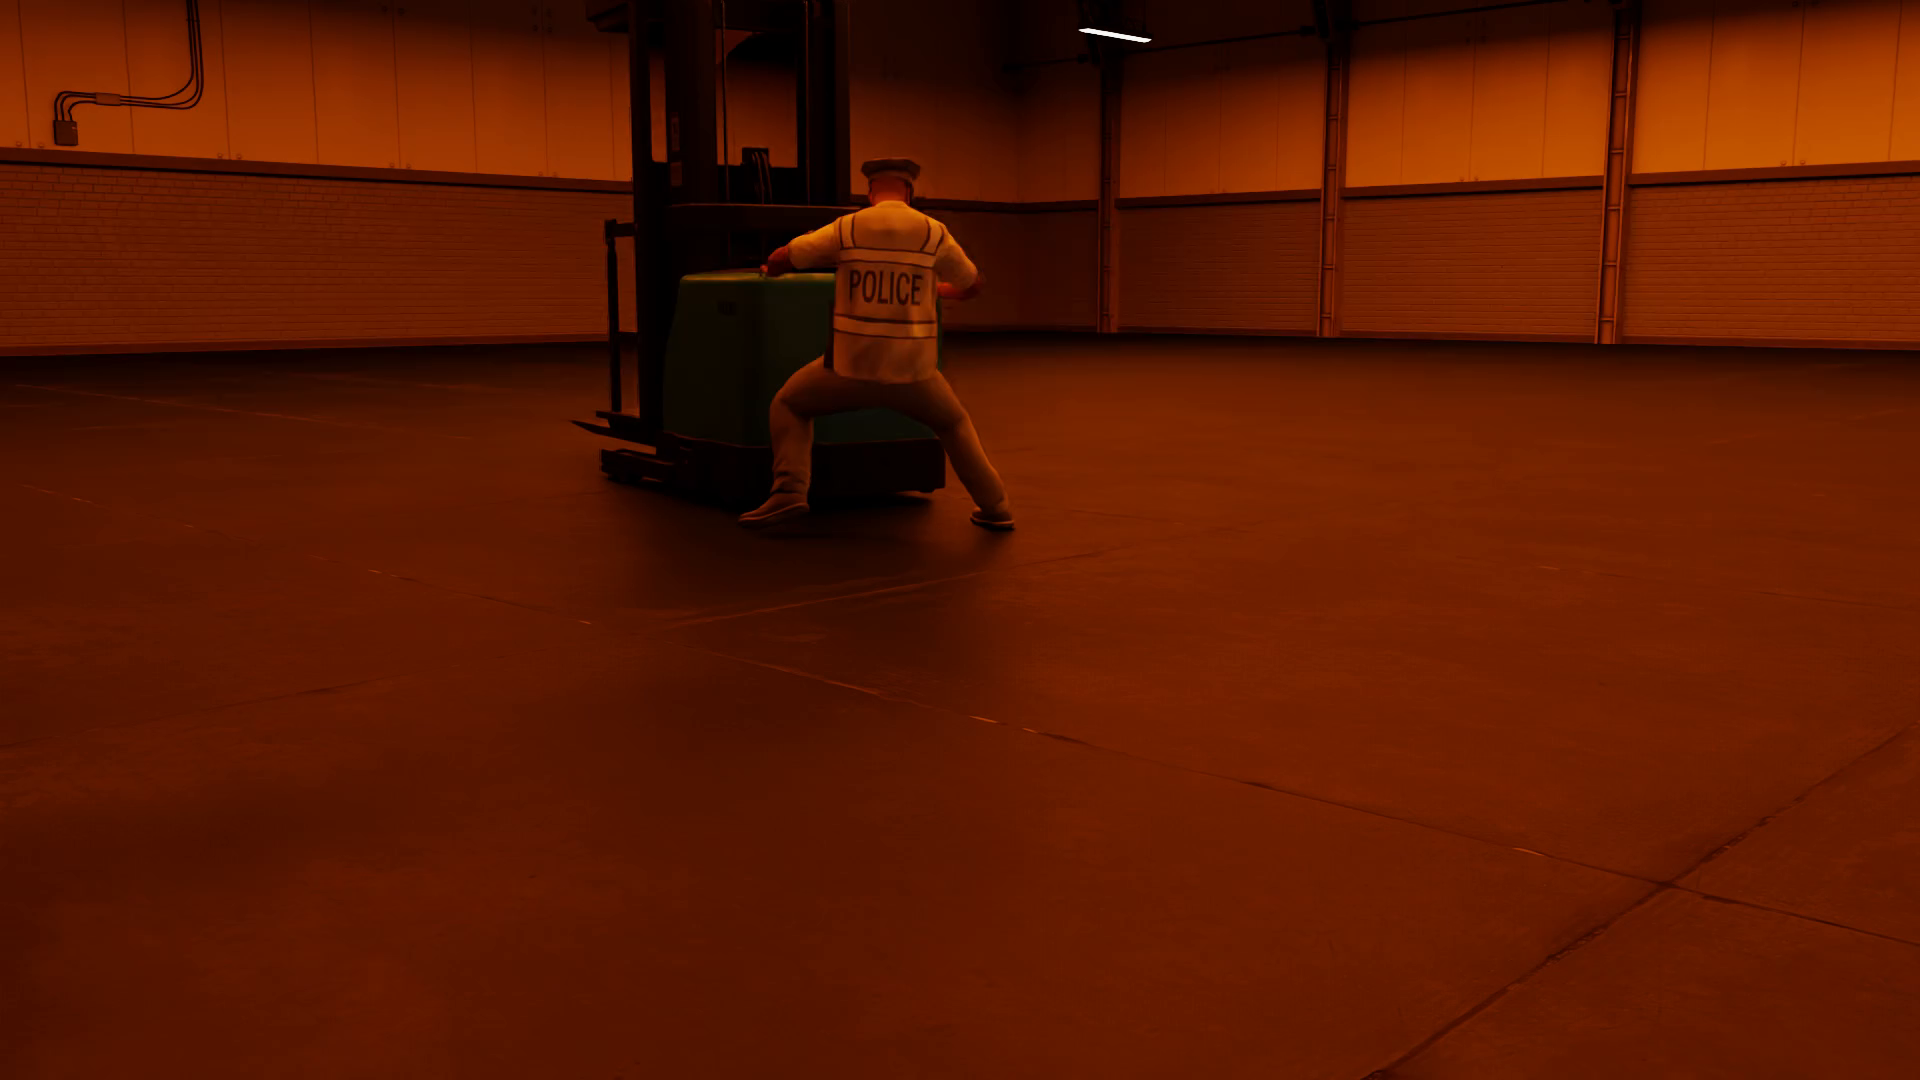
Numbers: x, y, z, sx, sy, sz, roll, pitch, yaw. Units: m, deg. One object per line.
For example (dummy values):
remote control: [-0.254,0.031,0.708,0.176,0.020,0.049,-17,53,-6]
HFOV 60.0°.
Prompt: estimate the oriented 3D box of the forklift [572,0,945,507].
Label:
forklift: [-1.260,-1.778,8.683,1.130,2.935,3.031,-5,10,-31]

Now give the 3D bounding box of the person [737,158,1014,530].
person: [-0.346,-0.793,6.867,1.154,1.519,0.742,0,9,-2]
